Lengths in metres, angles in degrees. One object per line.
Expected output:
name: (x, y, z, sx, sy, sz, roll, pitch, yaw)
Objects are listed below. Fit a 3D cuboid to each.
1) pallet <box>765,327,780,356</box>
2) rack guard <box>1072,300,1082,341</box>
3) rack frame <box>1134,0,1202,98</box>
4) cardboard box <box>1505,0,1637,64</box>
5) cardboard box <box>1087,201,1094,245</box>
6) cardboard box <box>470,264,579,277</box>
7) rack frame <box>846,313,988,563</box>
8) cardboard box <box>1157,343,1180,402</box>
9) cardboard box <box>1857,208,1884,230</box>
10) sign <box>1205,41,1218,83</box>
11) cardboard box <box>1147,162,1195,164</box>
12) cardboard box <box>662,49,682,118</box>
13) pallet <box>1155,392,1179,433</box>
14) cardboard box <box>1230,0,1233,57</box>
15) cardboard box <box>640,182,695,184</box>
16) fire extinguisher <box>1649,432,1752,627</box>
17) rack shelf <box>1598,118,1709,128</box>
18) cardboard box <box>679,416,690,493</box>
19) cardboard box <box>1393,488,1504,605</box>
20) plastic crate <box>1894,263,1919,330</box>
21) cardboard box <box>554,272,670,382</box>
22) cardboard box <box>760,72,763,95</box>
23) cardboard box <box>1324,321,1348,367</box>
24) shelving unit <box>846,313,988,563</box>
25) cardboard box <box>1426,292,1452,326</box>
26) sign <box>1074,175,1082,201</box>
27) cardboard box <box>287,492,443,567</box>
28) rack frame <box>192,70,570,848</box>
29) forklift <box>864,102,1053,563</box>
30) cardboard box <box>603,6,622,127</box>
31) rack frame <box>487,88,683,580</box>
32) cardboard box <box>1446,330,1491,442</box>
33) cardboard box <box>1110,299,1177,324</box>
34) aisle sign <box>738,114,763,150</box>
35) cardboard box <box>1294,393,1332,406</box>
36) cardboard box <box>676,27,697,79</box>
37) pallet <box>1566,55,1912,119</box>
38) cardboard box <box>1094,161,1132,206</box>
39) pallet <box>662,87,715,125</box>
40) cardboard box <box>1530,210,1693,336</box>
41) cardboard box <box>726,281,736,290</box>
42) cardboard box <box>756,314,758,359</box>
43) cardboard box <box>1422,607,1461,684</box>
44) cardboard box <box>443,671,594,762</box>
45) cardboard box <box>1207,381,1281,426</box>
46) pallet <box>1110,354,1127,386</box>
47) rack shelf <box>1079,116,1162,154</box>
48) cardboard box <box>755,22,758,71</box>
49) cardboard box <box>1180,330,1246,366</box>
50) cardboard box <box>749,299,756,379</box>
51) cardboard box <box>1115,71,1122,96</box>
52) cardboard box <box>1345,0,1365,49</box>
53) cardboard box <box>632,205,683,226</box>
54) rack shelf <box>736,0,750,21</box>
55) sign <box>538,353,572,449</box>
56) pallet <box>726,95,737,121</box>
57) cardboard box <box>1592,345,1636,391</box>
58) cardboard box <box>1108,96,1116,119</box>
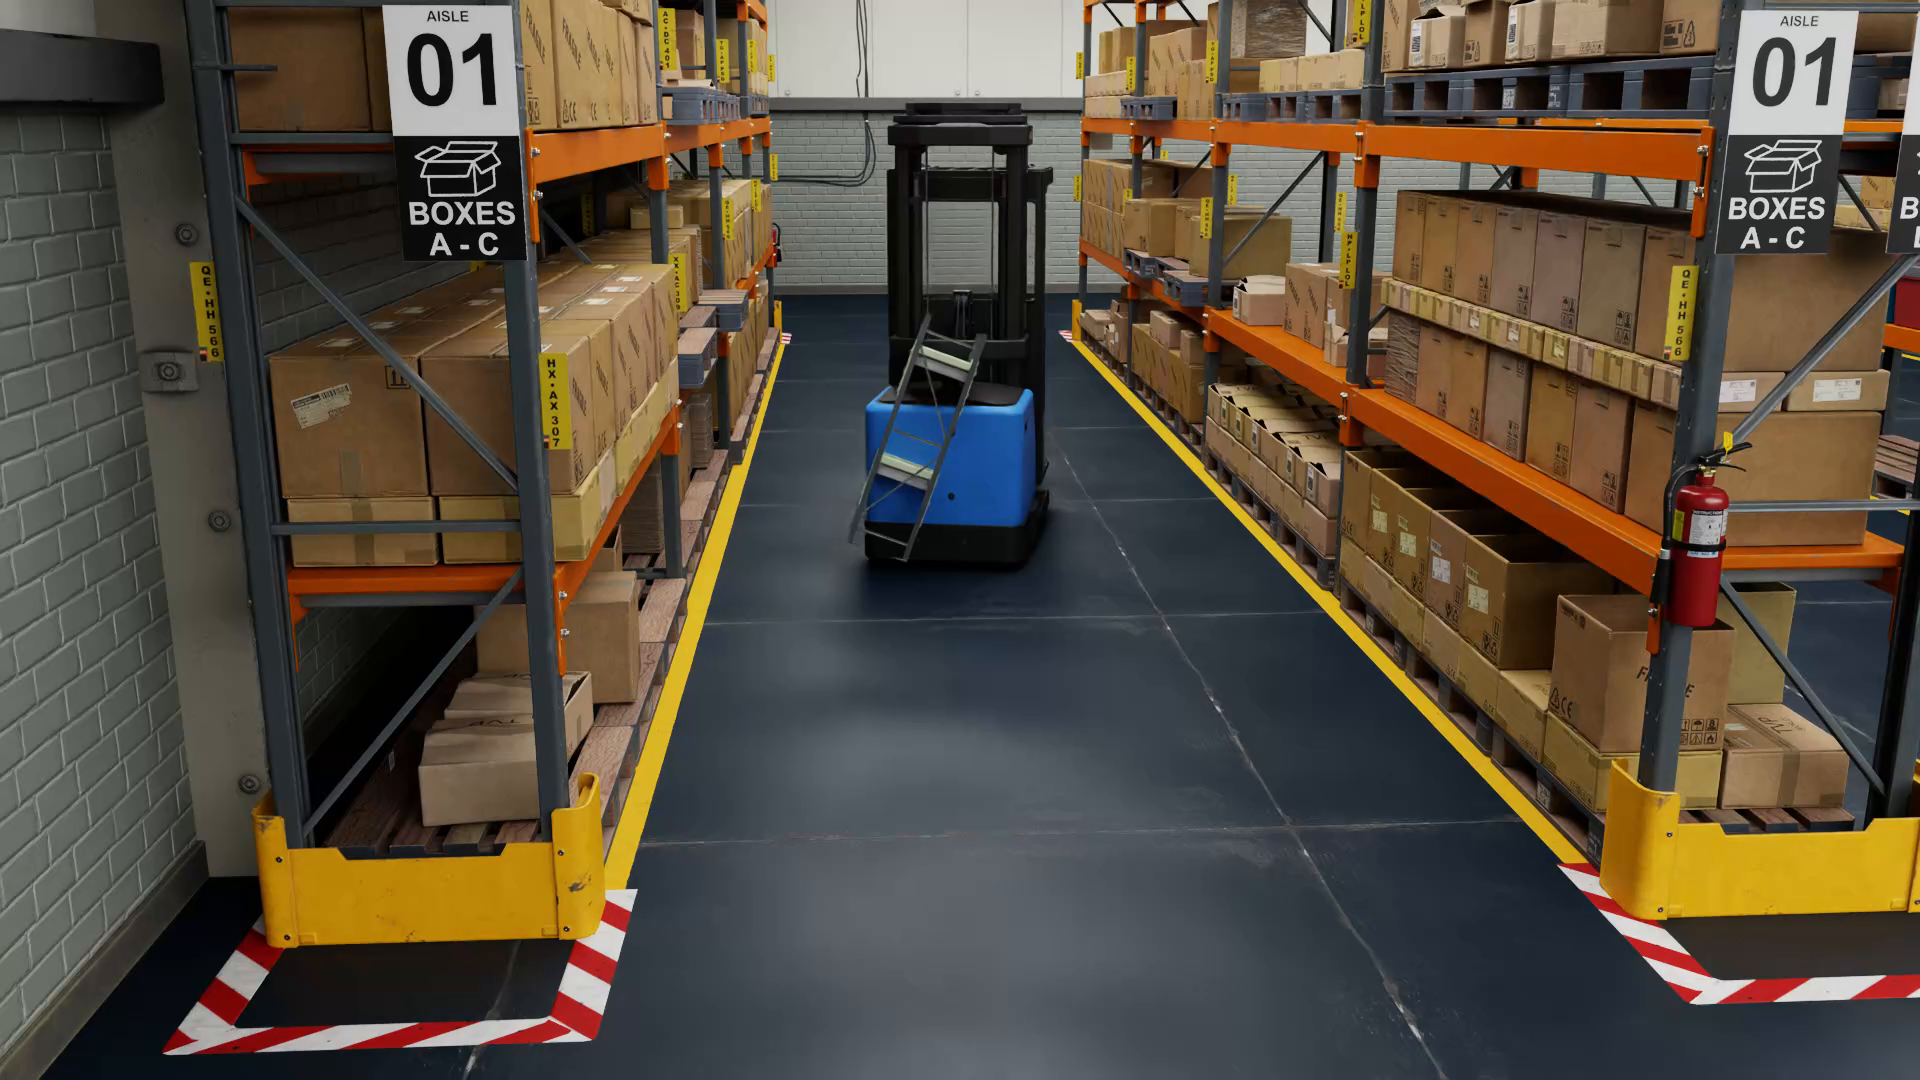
pallet: (-2.765, -2.468, 20.696, 1.003, 0.211, 1.213, -1, 14, -3)
rack guard: (2.056, -2.864, 21.655, 1.175, 0.500, 0.348, -1, 14, -3)
rack frame: (2.299, -6.004, 16.803, 1.000, 3.000, 0.127, -1, 14, -3)
cardboard box: (2.674, -2.216, 7.154, 0.500, 0.311, 0.500, 1, 14, 3)
cardboard box: (1.853, -3.899, 20.462, 0.500, 0.500, 0.500, -1, 14, -4)
cardboard box: (-2.328, -1.212, 8.973, 0.500, 0.500, 0.500, -1, 14, -5)
rack frame: (-0.268, -0.627, 10.300, 0.400, 1.500, 0.023, 19, 6, -4)
cardboard box: (2.184, -1.595, 15.838, 0.500, 0.500, 0.500, -1, 14, -6)
cardboard box: (11.738, -4.064, 21.007, 0.500, 0.250, 0.500, -1, 14, -4)
sign: (2.005, -3.799, 13.216, 0.100, 0.325, 0.005, -1, 14, -3)
cardboard box: (2.454, -4.138, 19.381, 0.500, 0.500, 0.500, 0, 14, -2)
cardboard box: (-2.409, -3.215, 11.736, 0.797, 0.503, 0.637, 1, 14, 4)
pallet: (2.466, -1.243, 15.932, 1.003, 0.211, 1.213, -1, 14, -3)
cardboard box: (2.495, -4.325, 14.089, 0.500, 0.500, 0.500, -1, 14, -3)
cardboard box: (-2.837, -3.338, 16.139, 0.500, 0.250, 0.500, -1, 14, -3)
fire extinguisher: (2.586, -0.040, 5.819, 0.296, 0.674, 0.183, -1, 14, -3)
rack shelf: (7.367, -3.781, 15.627, 1.077, 0.370, 4.000, -1, 14, -3)
cardboard box: (-2.325, -0.598, 11.964, 0.700, 0.500, 0.500, -1, 14, -4)
cardboard box: (2.573, 0.025, 8.581, 0.500, 0.500, 0.500, -1, 14, -3)
plastic crate: (7.286, -1.804, 12.390, 0.402, 0.464, 0.583, -1, 14, -3)
cardboard box: (-1.775, -1.095, 8.519, 0.500, 0.500, 0.500, -1, 14, -4)
cardboard box: (-2.512, -5.211, 18.999, 0.500, 0.250, 0.500, -1, 14, -5)
cardboard box: (2.557, -1.260, 10.673, 0.396, 0.266, 0.258, -1, 14, -5)
shelving unit: (-0.282, -0.672, 10.663, 0.431, 1.500, 0.755, 19, 6, -4)
cardboard box: (2.669, -1.210, 8.708, 0.380, 0.149, 0.250, -1, 14, -4)
sign: (1.510, -4.505, 21.276, 0.100, 0.325, 0.005, -1, 14, -3)
cardboard box: (-2.124, -0.087, 6.107, 0.500, 0.250, 0.500, -1, 14, -3)
rack frame: (-1.901, -0.037, 5.651, 1.000, 3.000, 0.127, -1, 14, -3)
forklift: (0.074, -1.590, 11.823, 1.130, 2.935, 3.031, 2, 15, 7)
cardboard box: (-1.761, -2.031, 7.140, 0.500, 0.500, 0.500, 0, 14, 0)
rack frame: (-2.149, -1.032, 9.517, 1.000, 3.000, 0.127, -1, 14, -3)
cardboard box: (2.895, -0.792, 8.382, 0.700, 0.500, 0.500, -1, 14, -3)
cardboard box: (2.178, -2.570, 19.623, 0.797, 0.503, 0.637, -1, 14, -3)
aisle sign: (-2.598, -5.298, 20.880, 0.394, 0.787, 0.004, -1, 14, -3)
cardboard box: (2.864, -0.992, 12.911, 0.500, 0.311, 0.500, -1, 14, -4)
cardboard box: (-2.484, -3.858, 13.399, 0.700, 0.500, 0.500, -2, 15, -8)
pallet: (3.025, -1.701, 6.274, 1.003, 0.211, 1.213, -1, 14, -3)
cardboard box: (1.882, -4.257, 19.847, 0.500, 0.500, 0.500, -1, 14, -3)
pallet: (-2.081, -2.549, 9.770, 1.213, 0.211, 1.003, -1, 14, -3)
cardboard box: (2.953, -1.177, 7.276, 0.700, 0.500, 0.500, -1, 14, -3)
cardboard box: (-2.125, -2.130, 14.250, 0.380, 0.149, 0.250, 0, 14, -2)
cardboard box: (-2.589, -2.202, 18.238, 0.700, 0.500, 0.500, -1, 14, -3)
cardboard box: (2.610, 0.512, 8.192, 0.500, 0.250, 0.500, -1, 14, -3)
cardboard box: (-1.890, 0.737, 7.156, 0.500, 0.311, 0.500, 0, 14, 1)
cardboard box: (2.286, -1.113, 13.381, 0.500, 0.311, 0.500, 0, 14, -2)
pallet: (2.258, -1.919, 18.562, 1.003, 0.211, 1.213, -1, 14, -3)
rack shelf: (2.175, -4.701, 19.200, 1.077, 0.370, 4.000, -1, 14, -3)
cardboard box: (-2.447, -5.326, 17.939, 0.500, 0.500, 0.500, -1, 14, -5)
cardboard box: (2.247, -1.713, 14.792, 0.500, 0.250, 0.500, 0, 14, -1)
cardboard box: (-2.475, -2.024, 16.845, 0.750, 0.750, 0.750, -1, 14, -3)
cardboard box: (1.970, -4.962, 18.071, 0.500, 0.250, 0.500, -1, 14, -3)
cardboard box: (2.738, -3.351, 10.465, 0.500, 0.500, 0.500, 1, 14, 2)
cardboard box: (-2.346, -2.517, 12.904, 0.380, 0.149, 0.250, -3, 15, -11)
rack shelf: (-2.521, -4.887, 14.709, 1.077, 0.370, 4.000, -1, 14, -3)
sign: (-1.360, -0.465, 5.576, 0.100, 0.325, 0.005, -1, 14, -3)
pallet: (-2.490, -3.547, 13.652, 1.213, 0.211, 1.003, 0, 14, -1)
cardboard box: (2.795, -0.698, 6.716, 0.380, 0.149, 0.250, -1, 14, -4)
cardboard box: (1.944, -4.844, 18.616, 0.500, 0.250, 0.500, -1, 14, -3)
